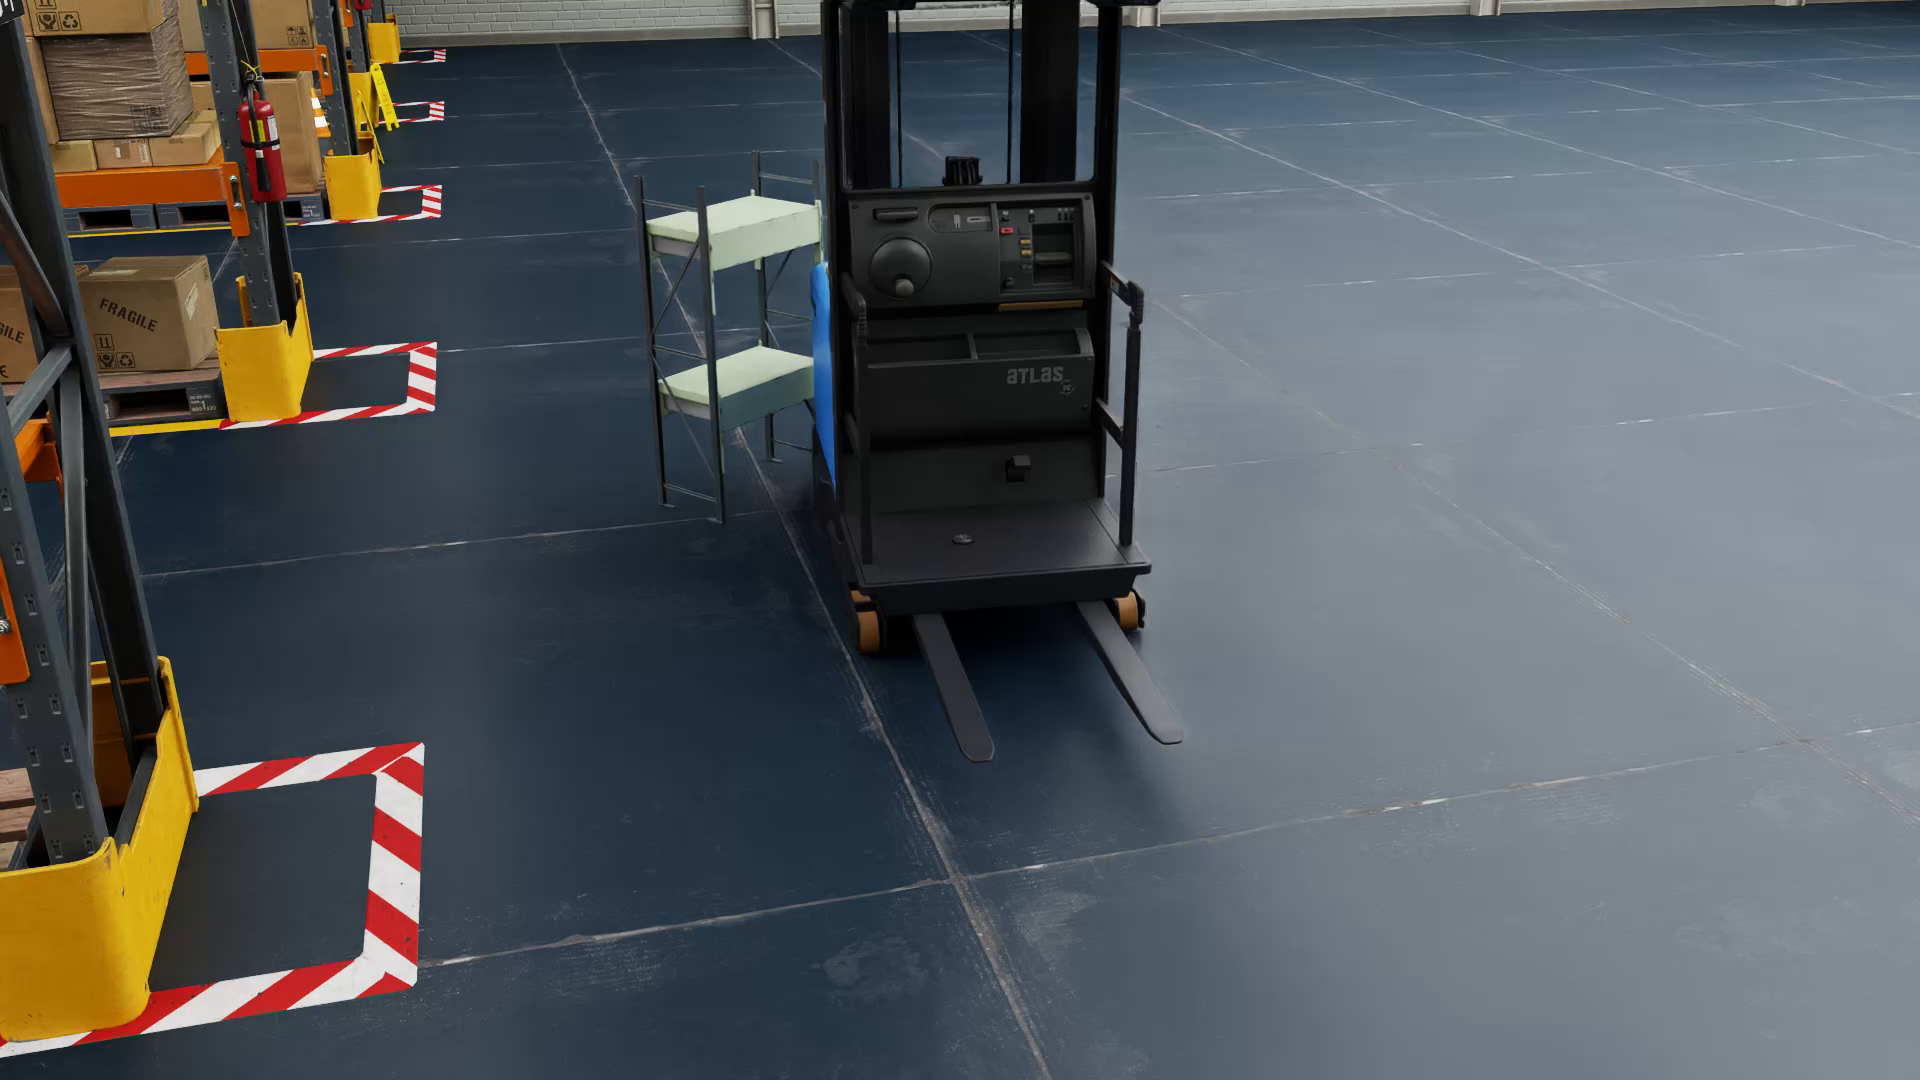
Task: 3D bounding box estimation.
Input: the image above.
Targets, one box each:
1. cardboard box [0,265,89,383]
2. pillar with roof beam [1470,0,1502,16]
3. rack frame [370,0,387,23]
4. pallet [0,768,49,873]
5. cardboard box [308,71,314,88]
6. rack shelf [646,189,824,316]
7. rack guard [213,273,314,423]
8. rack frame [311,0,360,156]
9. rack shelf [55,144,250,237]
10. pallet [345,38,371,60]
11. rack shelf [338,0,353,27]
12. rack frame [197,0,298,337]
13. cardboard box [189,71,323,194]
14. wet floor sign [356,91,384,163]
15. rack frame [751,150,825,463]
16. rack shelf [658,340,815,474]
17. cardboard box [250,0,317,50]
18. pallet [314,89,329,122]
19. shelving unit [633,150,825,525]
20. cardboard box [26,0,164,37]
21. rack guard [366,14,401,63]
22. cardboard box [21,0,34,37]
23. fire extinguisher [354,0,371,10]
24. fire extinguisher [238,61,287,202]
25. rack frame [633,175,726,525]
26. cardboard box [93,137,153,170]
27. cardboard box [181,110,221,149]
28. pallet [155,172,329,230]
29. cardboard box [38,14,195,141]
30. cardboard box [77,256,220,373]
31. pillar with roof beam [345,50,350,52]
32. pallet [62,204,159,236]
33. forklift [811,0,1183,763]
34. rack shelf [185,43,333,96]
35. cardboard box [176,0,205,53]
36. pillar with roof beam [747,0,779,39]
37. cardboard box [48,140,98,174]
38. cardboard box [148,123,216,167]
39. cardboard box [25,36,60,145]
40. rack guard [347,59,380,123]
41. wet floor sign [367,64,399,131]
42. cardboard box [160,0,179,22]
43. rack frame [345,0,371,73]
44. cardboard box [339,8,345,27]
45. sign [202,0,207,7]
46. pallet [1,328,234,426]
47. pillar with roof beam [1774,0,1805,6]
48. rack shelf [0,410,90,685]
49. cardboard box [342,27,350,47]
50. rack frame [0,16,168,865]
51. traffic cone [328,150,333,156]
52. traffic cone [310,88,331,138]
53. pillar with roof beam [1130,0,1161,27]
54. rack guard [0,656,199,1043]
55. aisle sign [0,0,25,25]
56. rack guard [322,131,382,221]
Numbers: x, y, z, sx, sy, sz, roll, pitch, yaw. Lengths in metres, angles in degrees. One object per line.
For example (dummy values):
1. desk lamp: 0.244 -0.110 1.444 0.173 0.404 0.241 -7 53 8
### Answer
1. cardboard box: -4.901 -1.140 8.741 0.500 0.500 0.500 0 23 0
2. pillar with roof beam: 9.829 -11.187 21.910 0.400 9.000 9.100 -6 24 -14
3. rack frame: -7.750 -7.879 21.809 0.127 3.000 1.000 -6 24 -14
4. pallet: -3.235 1.040 4.560 1.213 0.211 1.003 -6 24 -14
5. cardboard box: -7.257 -4.944 17.922 0.500 0.250 0.500 -7 24 -15
6. rack shelf: -0.998 -1.282 7.347 0.431 0.370 0.720 16 28 33
7. rack guard: -3.802 -1.076 9.124 0.348 0.500 1.175 -6 24 -14
8. rack frame: -4.972 -4.127 13.063 0.127 3.000 1.000 -6 24 -14
9. rack shelf: -5.655 -1.689 8.295 4.000 0.370 1.077 -6 24 -14
10. pallet: -8.475 -6.501 22.132 1.213 0.211 1.003 -6 24 -14
11. rack shelf: -8.332 -5.452 17.063 4.000 0.370 1.077 -6 24 -14
12. rack frame: -3.729 -2.233 8.650 0.127 3.000 1.000 -6 24 -14
13. cardboard box: -5.607 -3.246 13.173 0.875 0.875 0.875 -6 24 -14
14. wet floor sign: -5.479 -3.800 15.287 0.232 0.644 0.267 -11 25 -23
15. rack frame: -0.783 -1.040 7.773 0.400 1.500 0.023 16 28 33
16. rack shelf: -0.998 -0.624 7.629 0.431 0.370 0.720 16 28 33
17. cardboard box: -5.317 -4.139 12.902 0.550 0.550 0.875 -6 24 -14
18. pallet: -7.271 -4.633 17.779 1.213 0.211 1.003 -6 24 -14
19. shelving unit: -0.998 -0.924 7.501 0.431 1.500 0.755 16 28 33
20. cardboard box: -4.192 -2.723 8.019 0.500 0.500 0.500 -6 24 -14
21. rack guard: -7.727 -6.733 22.308 0.348 0.500 1.175 -6 24 -14
22. cardboard box: -4.672 -2.667 7.890 0.500 0.500 0.500 -6 24 -14
23. fire extinguisher: -6.171 -5.797 17.054 0.183 0.674 0.296 -6 24 -14
24. fire extinguisher: -3.494 -2.034 8.285 0.183 0.674 0.296 -6 24 -14
25. rack frame: -1.213 -0.807 7.228 0.400 1.500 0.023 16 28 33
26. cardboard box: -4.189 -1.982 8.384 0.250 0.149 0.380 -6 24 -14
27. cardboard box: -4.068 -2.177 8.839 0.250 0.149 0.380 -6 24 -14
28. pallet: -5.720 -2.730 13.345 1.213 0.211 1.003 -6 24 -14
29. cardboard box: -4.266 -2.367 8.459 0.500 0.500 0.875 -6 24 -14
30. cardboard box: -4.335 -1.217 8.919 0.500 0.500 0.500 -2 23 -5
31. pillar with roof beam: -7.501 -9.270 17.442 0.400 9.000 9.100 -6 24 -14
32. pallet: -6.893 -2.602 13.046 1.213 0.211 1.003 -6 24 -14
33. forklift: 0.092 -1.073 6.033 1.130 2.935 3.031 -4 24 -10
34. rack shelf: -6.897 -3.583 12.709 4.000 0.370 1.077 -6 24 -14
35. cardboard box: -5.840 -4.072 12.746 0.550 0.550 0.875 -6 24 -14
36. pillar with roof beam: -1.724 -9.909 18.931 0.400 9.000 9.100 -6 24 -14
37. cardboard box: -4.415 -1.936 8.277 0.250 0.149 0.380 -6 24 -14
38. cardboard box: -3.948 -2.009 8.446 0.250 0.149 0.380 -6 24 -14
39. cardboard box: -4.715 -2.268 8.229 0.500 0.500 0.875 -6 24 -14
40. rack guard: -6.479 -4.838 17.892 0.348 0.500 1.175 -6 24 -14
41. wet floor sign: -5.934 -4.527 16.983 0.232 0.644 0.267 2 23 4
42. cardboard box: -4.332 -2.920 8.479 0.500 0.500 0.500 -6 24 -14
43. rack frame: -6.406 -5.995 17.418 0.127 3.000 1.000 -6 24 -14
44. cardboard box: -8.135 -6.868 21.772 0.500 0.250 0.500 -7 24 -15
45. sign: -3.598 -2.697 7.863 0.005 0.325 0.100 -6 24 -14
46. pallet: -4.594 -0.870 9.010 1.213 0.211 1.003 -6 24 -14
47. pillar with roof beam: 15.606 -11.826 23.399 0.400 9.000 9.100 -6 24 -14
48. rack shelf: -4.317 0.191 3.913 4.000 0.370 1.077 -6 24 -14
49. cardboard box: -8.117 -6.639 21.872 0.500 0.250 0.500 -6 24 -14
50. rack frame: -2.391 -0.352 4.267 0.127 3.000 1.000 -6 24 -14
51. traffic cone: -5.844 -3.909 15.772 0.334 0.463 0.336 -6 24 -14
52. traffic cone: -6.472 -4.294 16.670 0.334 0.463 0.336 -6 24 -14
53. pillar with roof beam: 4.053 -10.548 20.420 0.400 9.000 9.100 -6 24 -14
54. rack guard: -2.452 0.822 4.700 0.348 0.500 1.175 -6 24 -14
55. aisle sign: -2.401 -1.666 4.032 0.004 0.787 0.394 -6 24 -14
56. rack guard: -4.948 -2.980 13.562 0.348 0.500 1.175 -6 24 -14
